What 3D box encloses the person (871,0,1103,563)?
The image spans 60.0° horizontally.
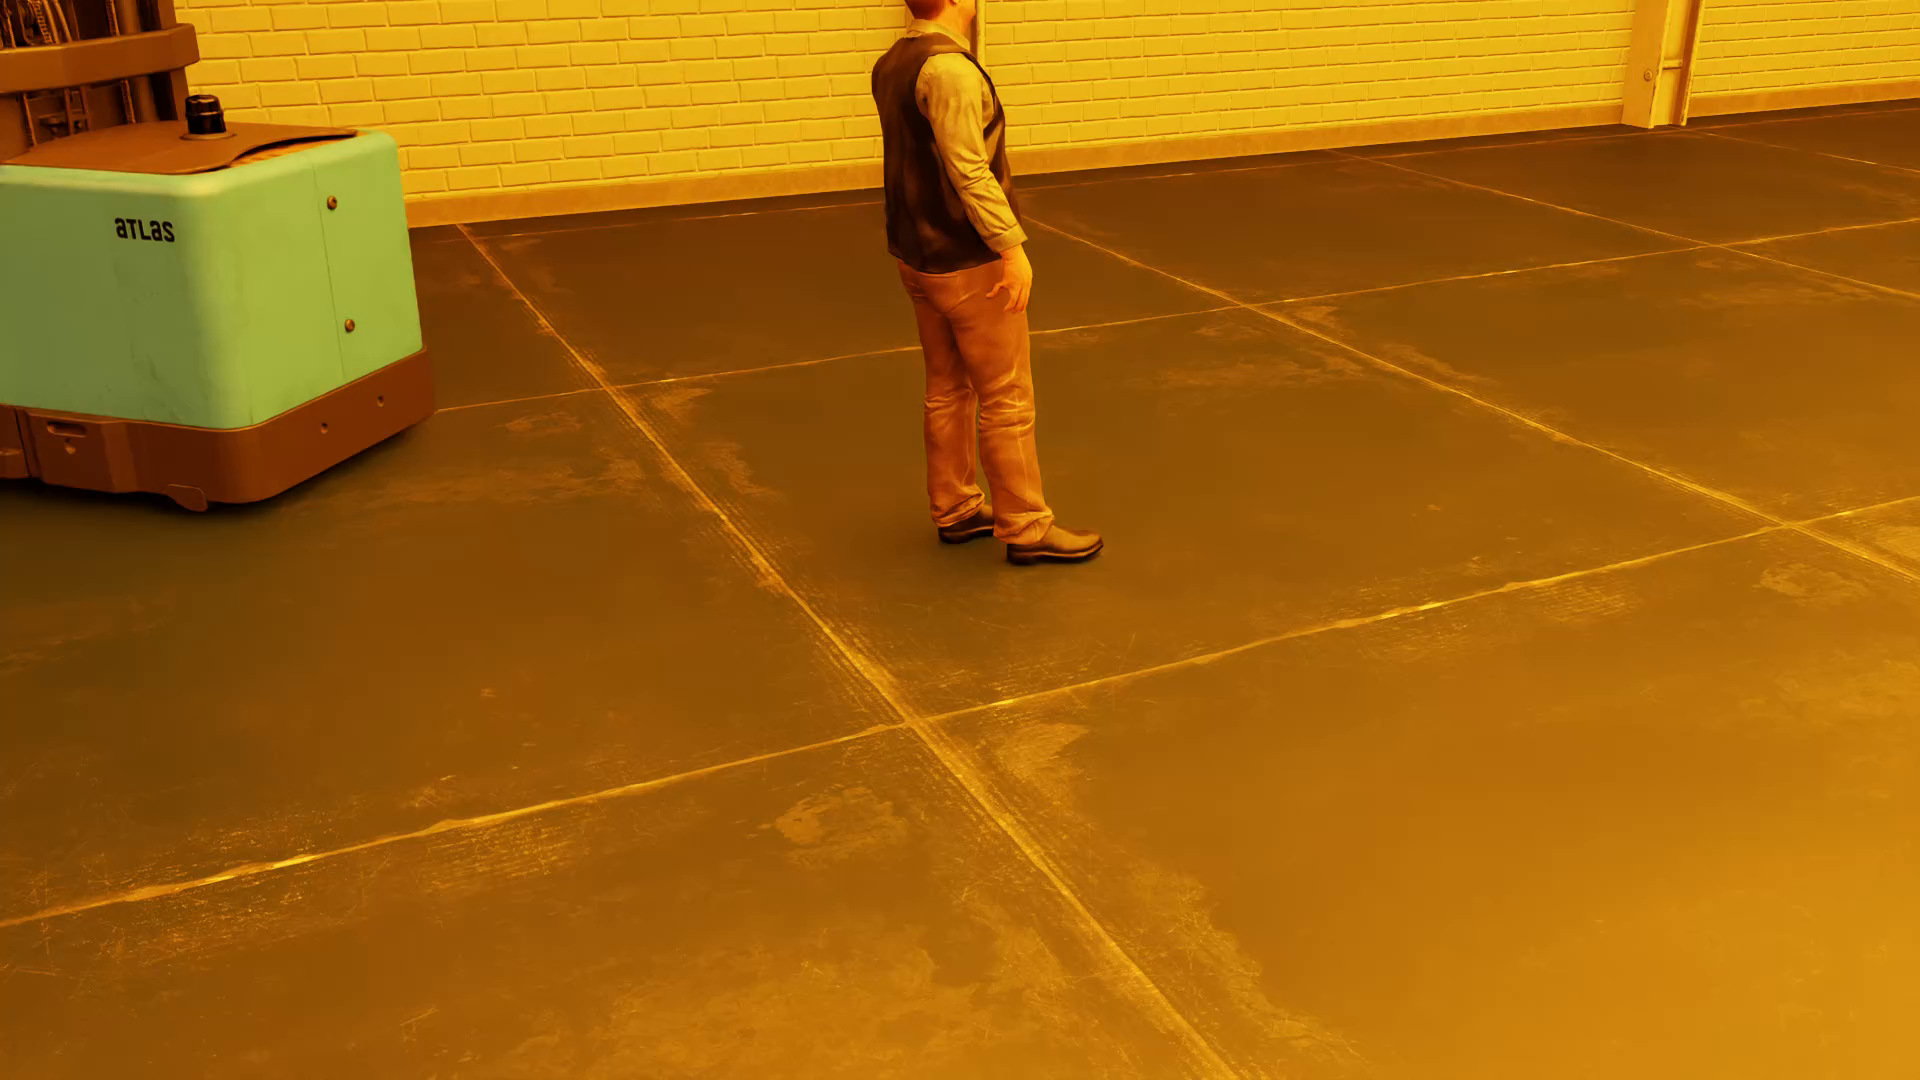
[{"bbox_3d":[0.060,-0.809,4.792,0.566,1.722,0.633,-10,25,-23],"label":"person"}]

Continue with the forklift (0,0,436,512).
[{"bbox_3d":[-3.479,-1.758,5.517,3.031,2.935,1.130,7,24,16],"label":"forklift"}]
